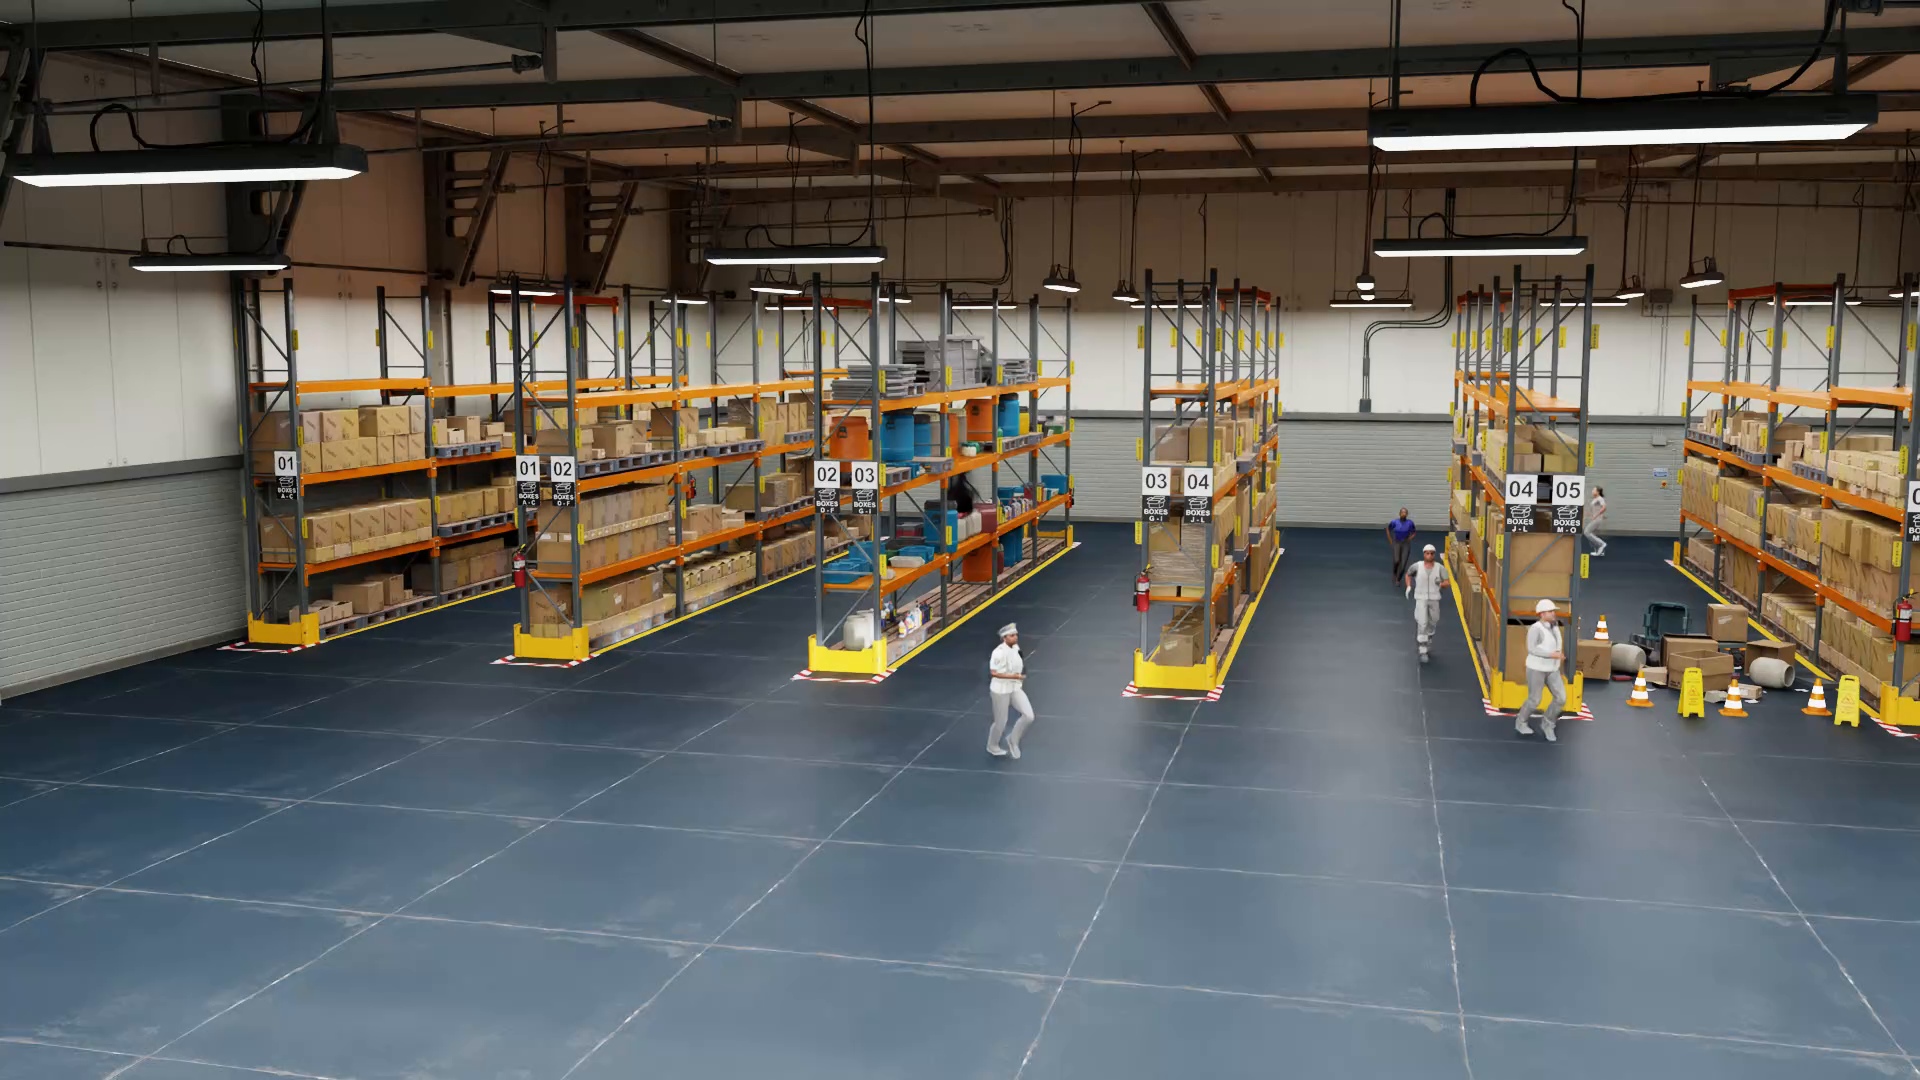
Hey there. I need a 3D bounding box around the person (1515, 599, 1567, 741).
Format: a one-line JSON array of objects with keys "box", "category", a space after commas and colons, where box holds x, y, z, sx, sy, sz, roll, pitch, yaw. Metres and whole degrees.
[{"box": [7.350, 1.653, 20.879, 0.675, 1.838, 0.737, -4, 8, -29], "category": "person"}]

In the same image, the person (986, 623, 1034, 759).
[{"box": [0.562, 1.800, 19.825, 0.566, 1.675, 0.702, -6, 9, -42], "category": "person"}]

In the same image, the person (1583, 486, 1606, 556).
[{"box": [14.767, -0.452, 38.715, 0.541, 1.626, 0.539, 2, 7, 14], "category": "person"}]

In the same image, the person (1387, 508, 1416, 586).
[{"box": [8.994, 0.144, 33.873, 0.577, 1.610, 0.589, 1, 7, 9], "category": "person"}]

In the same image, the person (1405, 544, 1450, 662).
[{"box": [7.340, 0.957, 26.108, 0.658, 1.784, 0.983, 1, 7, 7], "category": "person"}]
